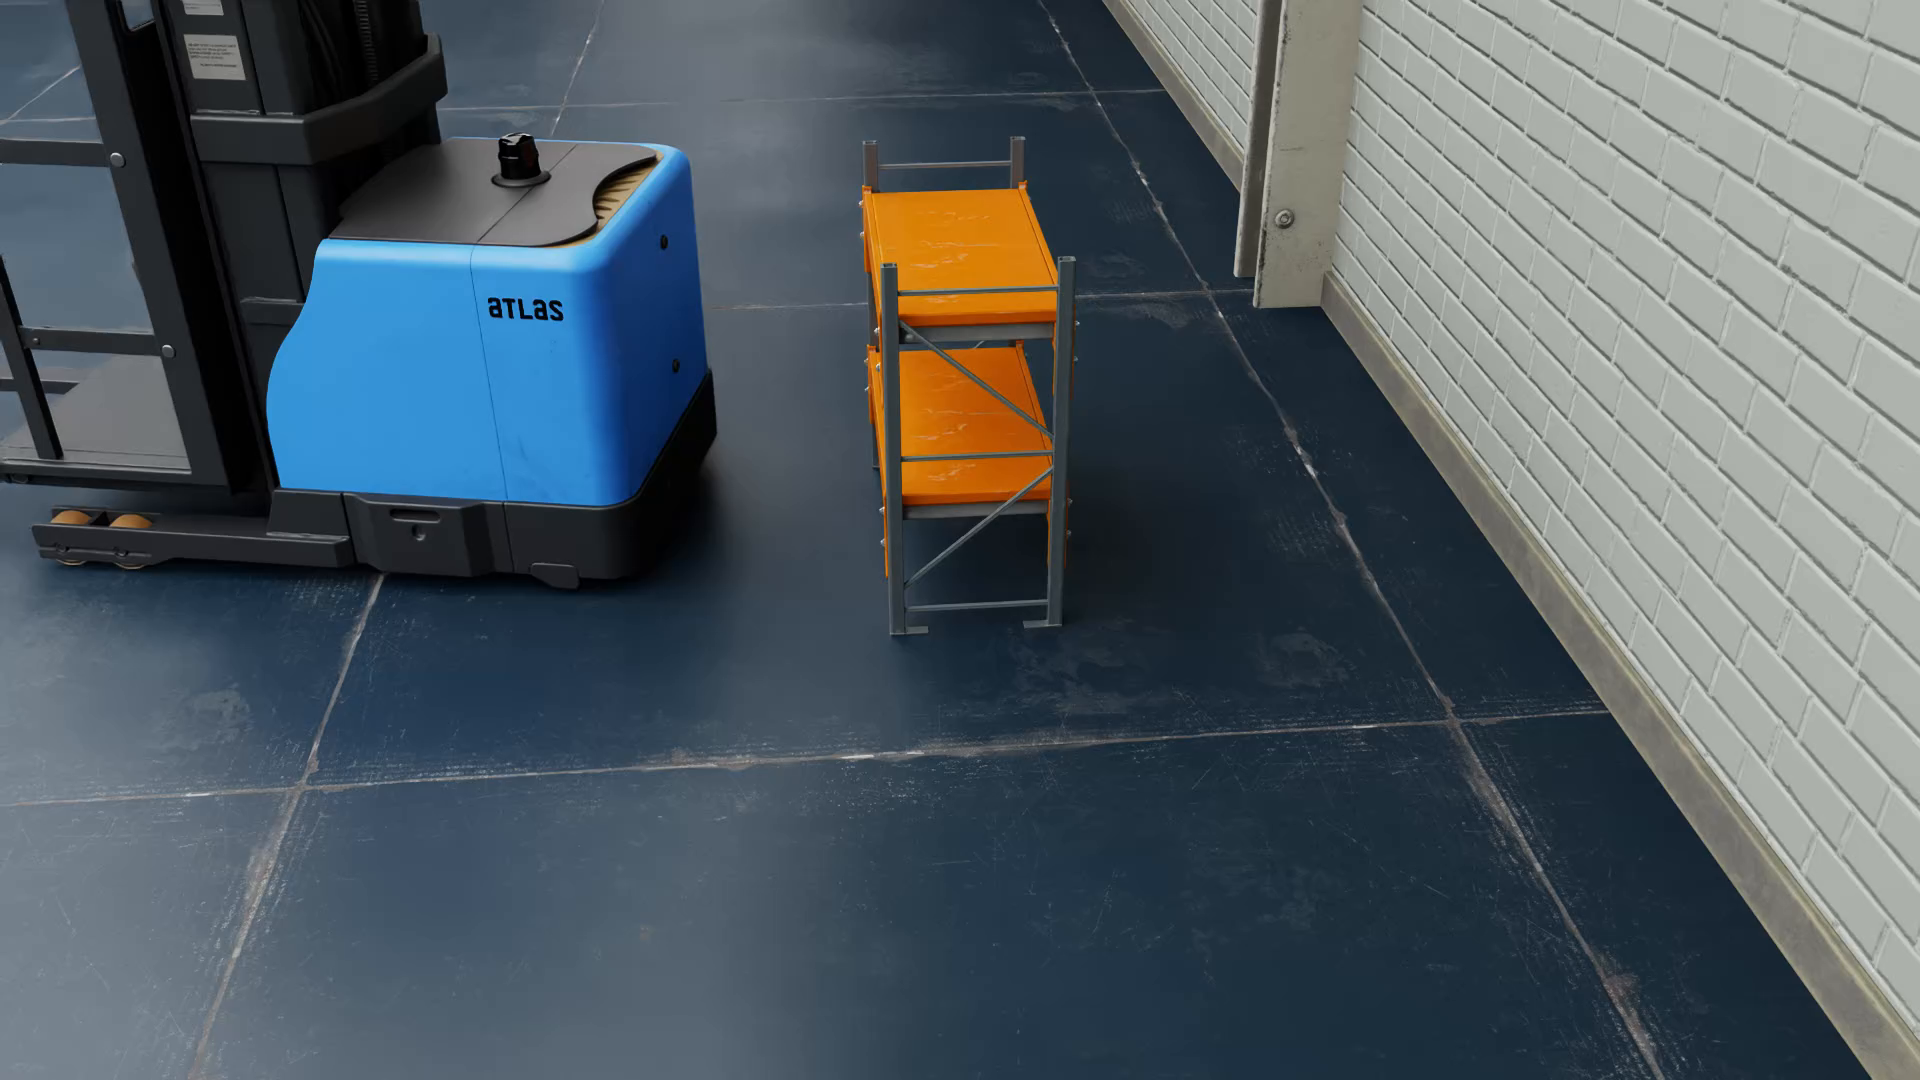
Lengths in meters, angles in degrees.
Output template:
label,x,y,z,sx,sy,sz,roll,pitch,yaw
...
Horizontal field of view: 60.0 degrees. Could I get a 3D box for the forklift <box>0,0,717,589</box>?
label,x,y,z,sx,sy,sz,roll,pitch,yaw
forklift,-2.390,-1.432,4.790,3.031,2.935,1.130,3,31,6

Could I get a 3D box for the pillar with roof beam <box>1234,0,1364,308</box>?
label,x,y,z,sx,sy,sz,roll,pitch,yaw
pillar with roof beam,-2.933,-4.720,4.377,9.100,9.000,0.400,-3,31,-5

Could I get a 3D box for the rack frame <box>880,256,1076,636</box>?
label,x,y,z,sx,sy,sz,roll,pitch,yaw
rack frame,0.047,-0.227,4.533,0.500,1.125,0.032,-3,31,-5

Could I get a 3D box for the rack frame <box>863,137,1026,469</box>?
label,x,y,z,sx,sy,sz,roll,pitch,yaw
rack frame,-0.048,-0.746,5.402,0.500,1.125,0.032,-3,31,-5

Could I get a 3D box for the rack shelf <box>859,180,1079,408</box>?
label,x,y,z,sx,sy,sz,roll,pitch,yaw
rack shelf,-0.001,-0.738,4.817,0.538,0.278,1.000,-3,31,-5

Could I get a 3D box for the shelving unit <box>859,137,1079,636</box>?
label,x,y,z,sx,sy,sz,roll,pitch,yaw
shelving unit,-0.001,-0.486,4.967,0.538,1.125,1.048,-3,31,-5

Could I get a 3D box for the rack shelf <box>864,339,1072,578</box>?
label,x,y,z,sx,sy,sz,roll,pitch,yaw
rack shelf,-0.001,-0.276,5.093,0.538,0.278,1.000,-3,31,-5
